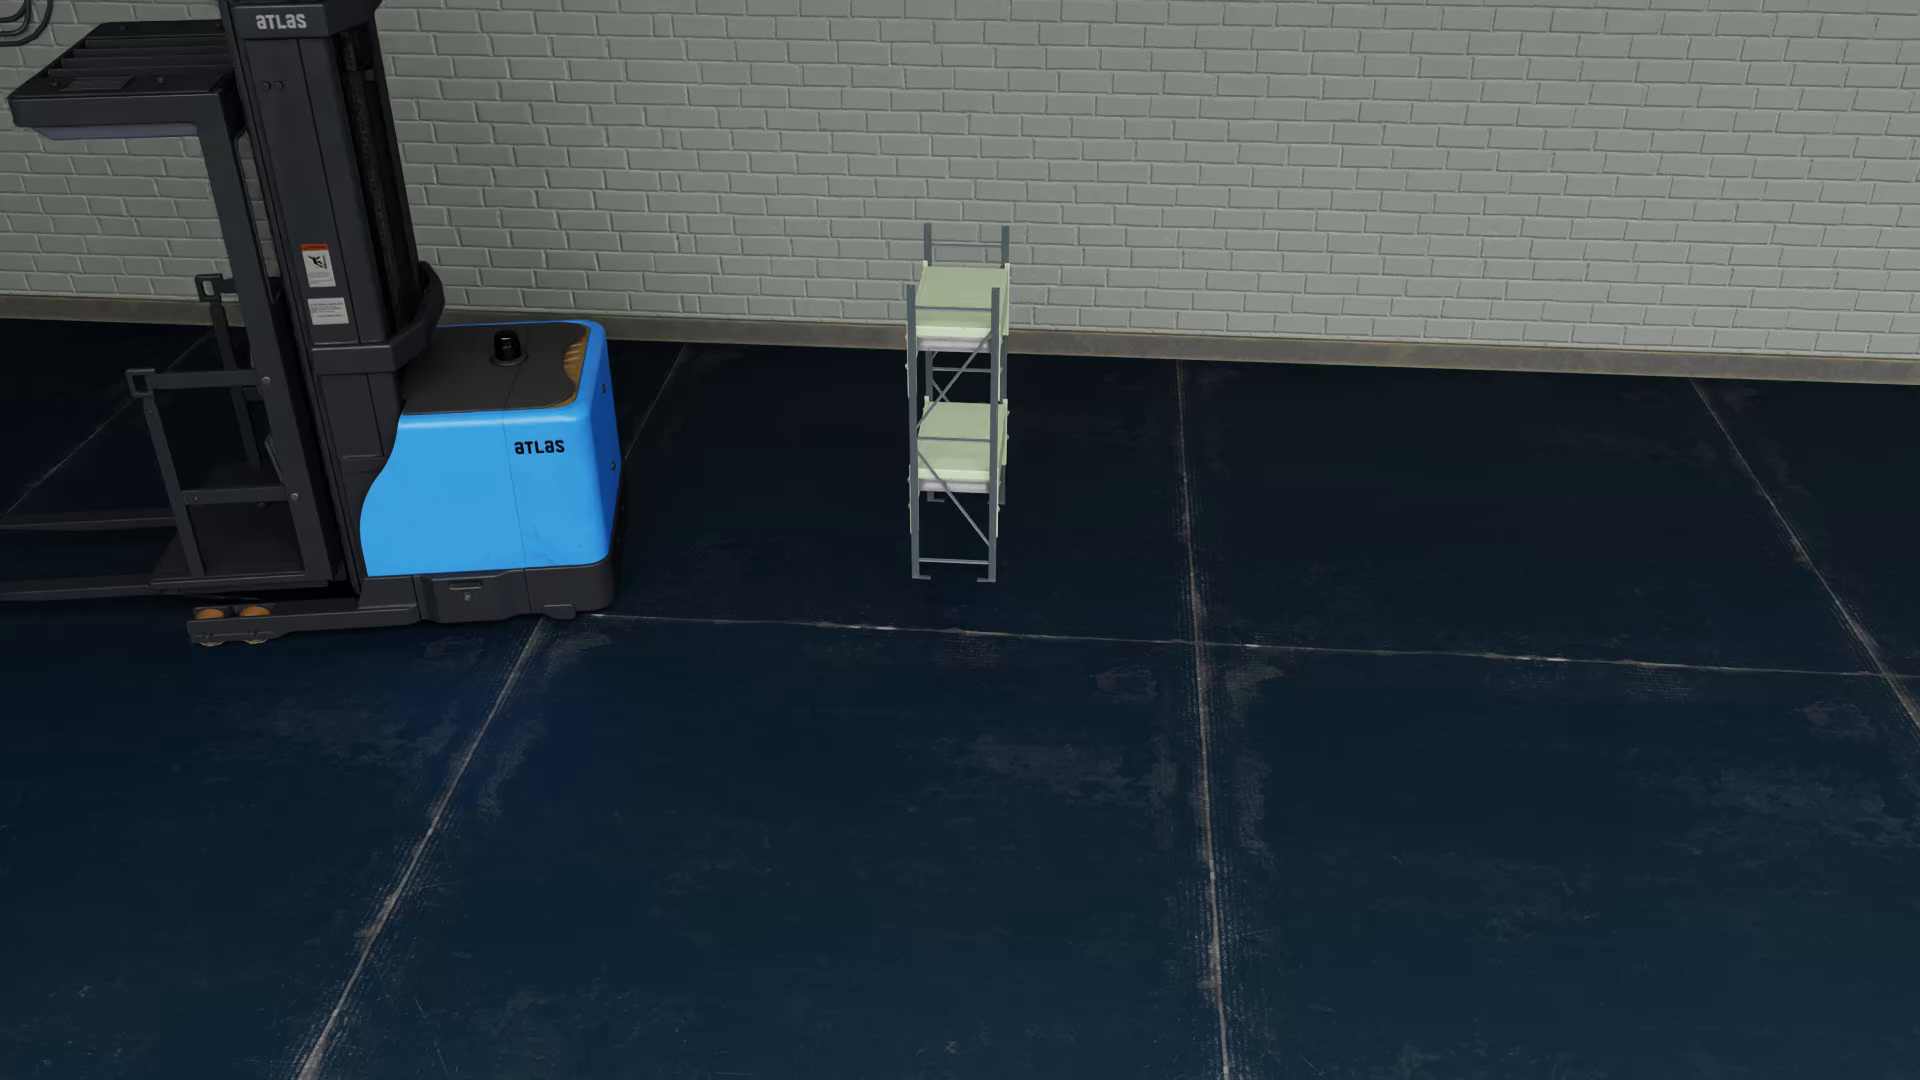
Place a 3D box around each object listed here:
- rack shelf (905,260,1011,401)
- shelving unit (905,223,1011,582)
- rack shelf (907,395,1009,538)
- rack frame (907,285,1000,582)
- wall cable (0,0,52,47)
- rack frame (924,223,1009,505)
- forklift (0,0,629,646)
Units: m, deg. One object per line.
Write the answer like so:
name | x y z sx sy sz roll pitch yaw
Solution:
rack shelf | 0.001 -0.974 7.657 0.431 0.370 0.720 2 32 4
shelving unit | 0.001 -0.642 7.862 0.431 1.500 0.755 2 32 4
rack shelf | 0.001 -0.364 8.033 0.431 0.370 0.720 2 32 4
rack frame | -0.029 -0.451 7.552 0.400 1.500 0.023 2 32 4
wall cable | -6.660 -3.926 9.003 3.097 2.526 0.112 2 32 4
rack frame | 0.030 -0.833 8.173 0.400 1.500 0.023 2 32 4
forklift | -3.136 -1.063 7.181 3.031 2.935 1.130 -3 32 -5
